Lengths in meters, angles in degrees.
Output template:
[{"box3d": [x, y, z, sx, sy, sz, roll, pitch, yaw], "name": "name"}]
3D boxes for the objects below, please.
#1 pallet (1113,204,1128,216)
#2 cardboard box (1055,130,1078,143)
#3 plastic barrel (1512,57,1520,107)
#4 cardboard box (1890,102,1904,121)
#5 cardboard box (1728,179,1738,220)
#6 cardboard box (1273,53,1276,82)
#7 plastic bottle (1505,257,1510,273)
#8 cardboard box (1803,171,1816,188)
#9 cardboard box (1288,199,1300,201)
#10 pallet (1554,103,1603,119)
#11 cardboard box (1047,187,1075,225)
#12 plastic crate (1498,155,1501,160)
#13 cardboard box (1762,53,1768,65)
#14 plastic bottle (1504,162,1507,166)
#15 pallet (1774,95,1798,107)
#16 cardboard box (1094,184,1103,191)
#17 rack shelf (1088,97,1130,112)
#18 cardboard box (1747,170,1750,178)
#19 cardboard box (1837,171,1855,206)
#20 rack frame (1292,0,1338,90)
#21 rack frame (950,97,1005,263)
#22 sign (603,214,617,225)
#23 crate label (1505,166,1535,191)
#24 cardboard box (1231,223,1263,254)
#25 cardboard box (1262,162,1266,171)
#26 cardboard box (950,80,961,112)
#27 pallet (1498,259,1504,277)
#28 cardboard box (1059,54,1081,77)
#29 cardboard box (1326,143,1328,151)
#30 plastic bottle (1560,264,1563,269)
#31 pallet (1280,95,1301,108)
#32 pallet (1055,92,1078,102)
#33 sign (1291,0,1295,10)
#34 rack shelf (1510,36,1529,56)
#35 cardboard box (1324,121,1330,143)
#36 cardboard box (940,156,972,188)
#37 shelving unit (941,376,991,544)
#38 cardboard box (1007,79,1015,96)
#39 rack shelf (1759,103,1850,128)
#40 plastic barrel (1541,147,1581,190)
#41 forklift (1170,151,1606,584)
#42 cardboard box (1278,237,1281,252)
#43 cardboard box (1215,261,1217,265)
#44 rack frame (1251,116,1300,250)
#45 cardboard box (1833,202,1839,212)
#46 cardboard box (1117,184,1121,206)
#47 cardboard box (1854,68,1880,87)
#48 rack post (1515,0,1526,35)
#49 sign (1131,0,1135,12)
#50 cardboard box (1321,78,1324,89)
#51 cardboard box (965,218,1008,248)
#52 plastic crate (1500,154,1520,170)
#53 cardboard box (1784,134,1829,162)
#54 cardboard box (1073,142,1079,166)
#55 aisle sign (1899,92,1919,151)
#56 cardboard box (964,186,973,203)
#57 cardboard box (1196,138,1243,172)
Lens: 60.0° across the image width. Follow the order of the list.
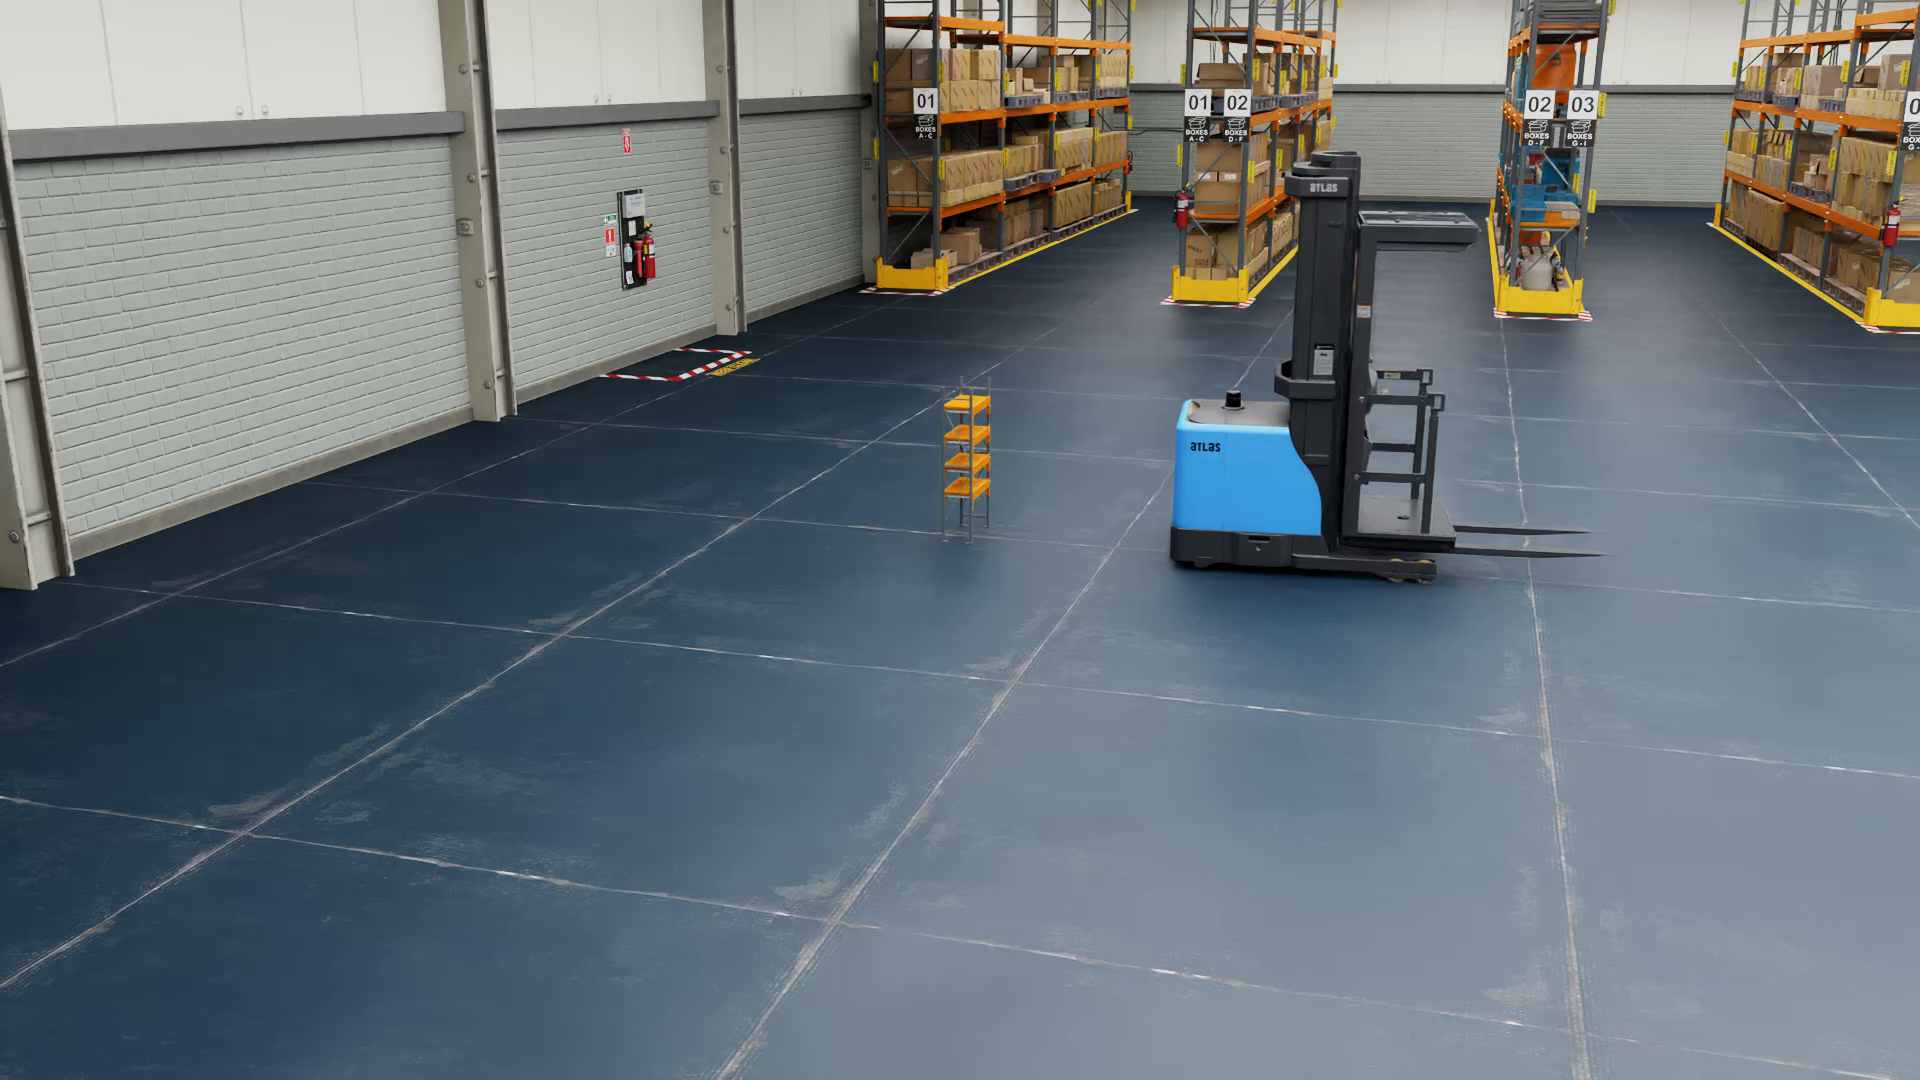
[{"box3d": [3.578, -8.245, 41.510, 1.003, 0.211, 1.213, 5, 16, 16], "name": "pallet"}, {"box3d": [2.262, -8.775, 36.129, 0.500, 0.250, 0.500, 4, 16, 15], "name": "cardboard box"}, {"box3d": [10.513, -8.426, 30.625, 0.600, 0.901, 0.600, 0, 16, 0], "name": "plastic barrel"}, {"box3d": [13.324, -5.980, 23.193, 0.500, 0.250, 0.500, 5, 17, 17], "name": "cardboard box"}, {"box3d": [17.872, -7.655, 37.446, 0.875, 0.875, 0.875, 5, 16, 16], "name": "cardboard box"}, {"box3d": [5.423, -8.522, 30.010, 0.500, 0.500, 0.500, 6, 17, 21], "name": "cardboard box"}, {"box3d": [9.050, -4.530, 27.476, 0.061, 0.283, 0.133, 5, 17, 18], "name": "plastic bottle"}, {"box3d": [15.007, -6.265, 28.927, 0.500, 0.250, 0.500, 4, 16, 14], "name": "cardboard box"}, {"box3d": [7.478, -7.230, 36.596, 0.500, 0.500, 0.500, 5, 16, 16], "name": "cardboard box"}, {"box3d": [9.010, -6.408, 24.775, 1.003, 0.211, 1.213, 5, 16, 16], "name": "pallet"}, {"box3d": [2.046, -7.287, 36.194, 0.750, 0.750, 0.750, 5, 16, 16], "name": "cardboard box"}, {"box3d": [12.655, -8.770, 38.450, 0.416, 0.233, 0.300, 5, 16, 16], "name": "plastic crate"}, {"box3d": [17.393, -10.224, 35.369, 0.500, 0.250, 0.500, 4, 16, 14], "name": "cardboard box"}, {"box3d": [11.578, -7.868, 35.285, 0.061, 0.283, 0.133, 5, 16, 16], "name": "plastic bottle"}, {"box3d": [16.151, -8.374, 31.704, 1.003, 0.211, 1.213, 5, 17, 18], "name": "pallet"}, {"box3d": [3.176, -8.330, 39.322, 0.380, 0.149, 0.250, 5, 17, 18], "name": "cardboard box"}, {"box3d": [3.161, -10.375, 39.733, 1.077, 0.370, 4.000, 5, 16, 16], "name": "rack shelf"}, {"box3d": [16.686, -7.655, 34.780, 0.380, 0.149, 0.250, 5, 17, 17], "name": "cardboard box"}, {"box3d": [14.204, -5.460, 25.853, 0.875, 0.500, 0.500, 5, 16, 16], "name": "cardboard box"}, {"box3d": [8.480, -12.304, 39.719, 1.000, 3.000, 0.127, 5, 16, 16], "name": "rack frame"}, {"box3d": [0.320, -6.662, 30.820, 1.000, 3.000, 0.127, 5, 16, 16], "name": "rack frame"}, {"box3d": [-4.138, -3.788, 19.652, 0.001, 0.109, 0.331, 5, 16, 16], "name": "sign"}, {"box3d": [10.413, -6.718, 30.954, 0.502, 0.435, 0.616, 5, 16, 16], "name": "crate label"}, {"box3d": [4.856, -5.120, 28.277, 0.500, 0.500, 0.500, 5, 16, 16], "name": "cardboard box"}, {"box3d": [5.054, -6.418, 28.588, 0.380, 0.149, 0.250, 4, 16, 14], "name": "cardboard box"}, {"box3d": [-0.296, -7.322, 27.431, 0.500, 0.500, 0.500, 6, 17, 20], "name": "cardboard box"}, {"box3d": [10.004, -4.761, 29.227, 1.003, 0.211, 1.213, 5, 16, 16], "name": "pallet"}, {"box3d": [2.568, -10.938, 38.345, 0.500, 0.500, 0.500, 4, 16, 15], "name": "cardboard box"}, {"box3d": [8.470, -9.192, 39.557, 0.500, 0.500, 0.500, 5, 17, 16], "name": "cardboard box"}, {"box3d": [9.577, -4.260, 26.523, 0.061, 0.283, 0.133, 5, 17, 17], "name": "plastic bottle"}, {"box3d": [5.785, -8.200, 31.092, 1.003, 0.211, 1.213, 5, 17, 18], "name": "pallet"}, {"box3d": [1.903, -9.526, 35.767, 1.003, 0.211, 1.213, 5, 17, 18], "name": "pallet"}, {"box3d": [7.960, -12.834, 39.729, 0.100, 0.325, 0.005, 5, 16, 16], "name": "sign"}, {"box3d": [11.523, -9.811, 32.980, 1.077, 0.370, 4.000, 5, 16, 16], "name": "rack shelf"}, {"box3d": [8.475, -9.677, 39.436, 0.500, 0.500, 0.500, 5, 17, 17], "name": "cardboard box"}, {"box3d": [-0.090, -6.279, 28.332, 0.500, 0.500, 0.500, 4, 16, 14], "name": "cardboard box"}, {"box3d": [0.047, -0.621, 12.818, 0.258, 1.200, 0.503, 5, 16, 16], "name": "shelving unit"}, {"box3d": [0.727, -8.562, 31.416, 0.500, 0.311, 0.500, 5, 17, 18], "name": "cardboard box"}, {"box3d": [16.272, -8.176, 31.980, 1.077, 0.370, 4.000, 5, 16, 16], "name": "rack shelf"}, {"box3d": [10.218, -6.213, 28.317, 0.600, 0.901, 0.708, 5, 16, 16], "name": "plastic barrel"}, {"box3d": [3.098, -1.258, 11.894, 3.031, 2.935, 1.130, 3, 16, 10], "name": "forklift"}, {"box3d": [5.713, -5.514, 31.041, 0.500, 0.250, 0.500, 4, 16, 14], "name": "cardboard box"}, {"box3d": [3.933, -4.407, 27.137, 0.500, 0.250, 0.500, 5, 16, 16], "name": "cardboard box"}, {"box3d": [6.207, -7.325, 33.159, 1.000, 3.000, 0.127, 5, 16, 16], "name": "rack frame"}, {"box3d": [14.134, -5.292, 26.448, 0.380, 0.149, 0.250, 5, 16, 16], "name": "cardboard box"}, {"box3d": [3.627, -8.610, 41.499, 0.700, 0.500, 0.500, 5, 16, 16], "name": "cardboard box"}, {"box3d": [14.795, -7.320, 26.683, 0.797, 0.503, 0.637, 4, 16, 13], "name": "cardboard box"}, {"box3d": [10.295, -9.398, 29.105, 1.013, 1.000, 3.121, 5, 16, 16], "name": "rack post"}, {"box3d": [4.246, -13.129, 40.770, 0.100, 0.325, 0.005, 5, 16, 16], "name": "sign"}, {"box3d": [7.860, -10.222, 37.233, 0.500, 0.250, 0.500, 5, 16, 16], "name": "cardboard box"}, {"box3d": [0.513, -5.865, 31.785, 0.700, 0.500, 0.500, 5, 17, 18], "name": "cardboard box"}, {"box3d": [11.897, -8.157, 36.008, 0.392, 0.384, 0.575, 5, 16, 16], "name": "plastic crate"}, {"box3d": [16.115, -7.447, 31.567, 0.797, 0.503, 0.637, 5, 17, 17], "name": "cardboard box"}, {"box3d": [2.280, -8.419, 36.251, 0.500, 0.500, 0.500, 5, 17, 17], "name": "cardboard box"}, {"box3d": [13.125, -5.721, 22.738, 0.394, 0.787, 0.004, 5, 16, 16], "name": "aisle sign"}, {"box3d": [-0.090, -5.926, 28.463, 0.500, 0.250, 0.500, 4, 16, 15], "name": "cardboard box"}, {"box3d": [4.093, -6.040, 26.065, 0.700, 0.500, 0.500, 5, 16, 16], "name": "cardboard box"}]
